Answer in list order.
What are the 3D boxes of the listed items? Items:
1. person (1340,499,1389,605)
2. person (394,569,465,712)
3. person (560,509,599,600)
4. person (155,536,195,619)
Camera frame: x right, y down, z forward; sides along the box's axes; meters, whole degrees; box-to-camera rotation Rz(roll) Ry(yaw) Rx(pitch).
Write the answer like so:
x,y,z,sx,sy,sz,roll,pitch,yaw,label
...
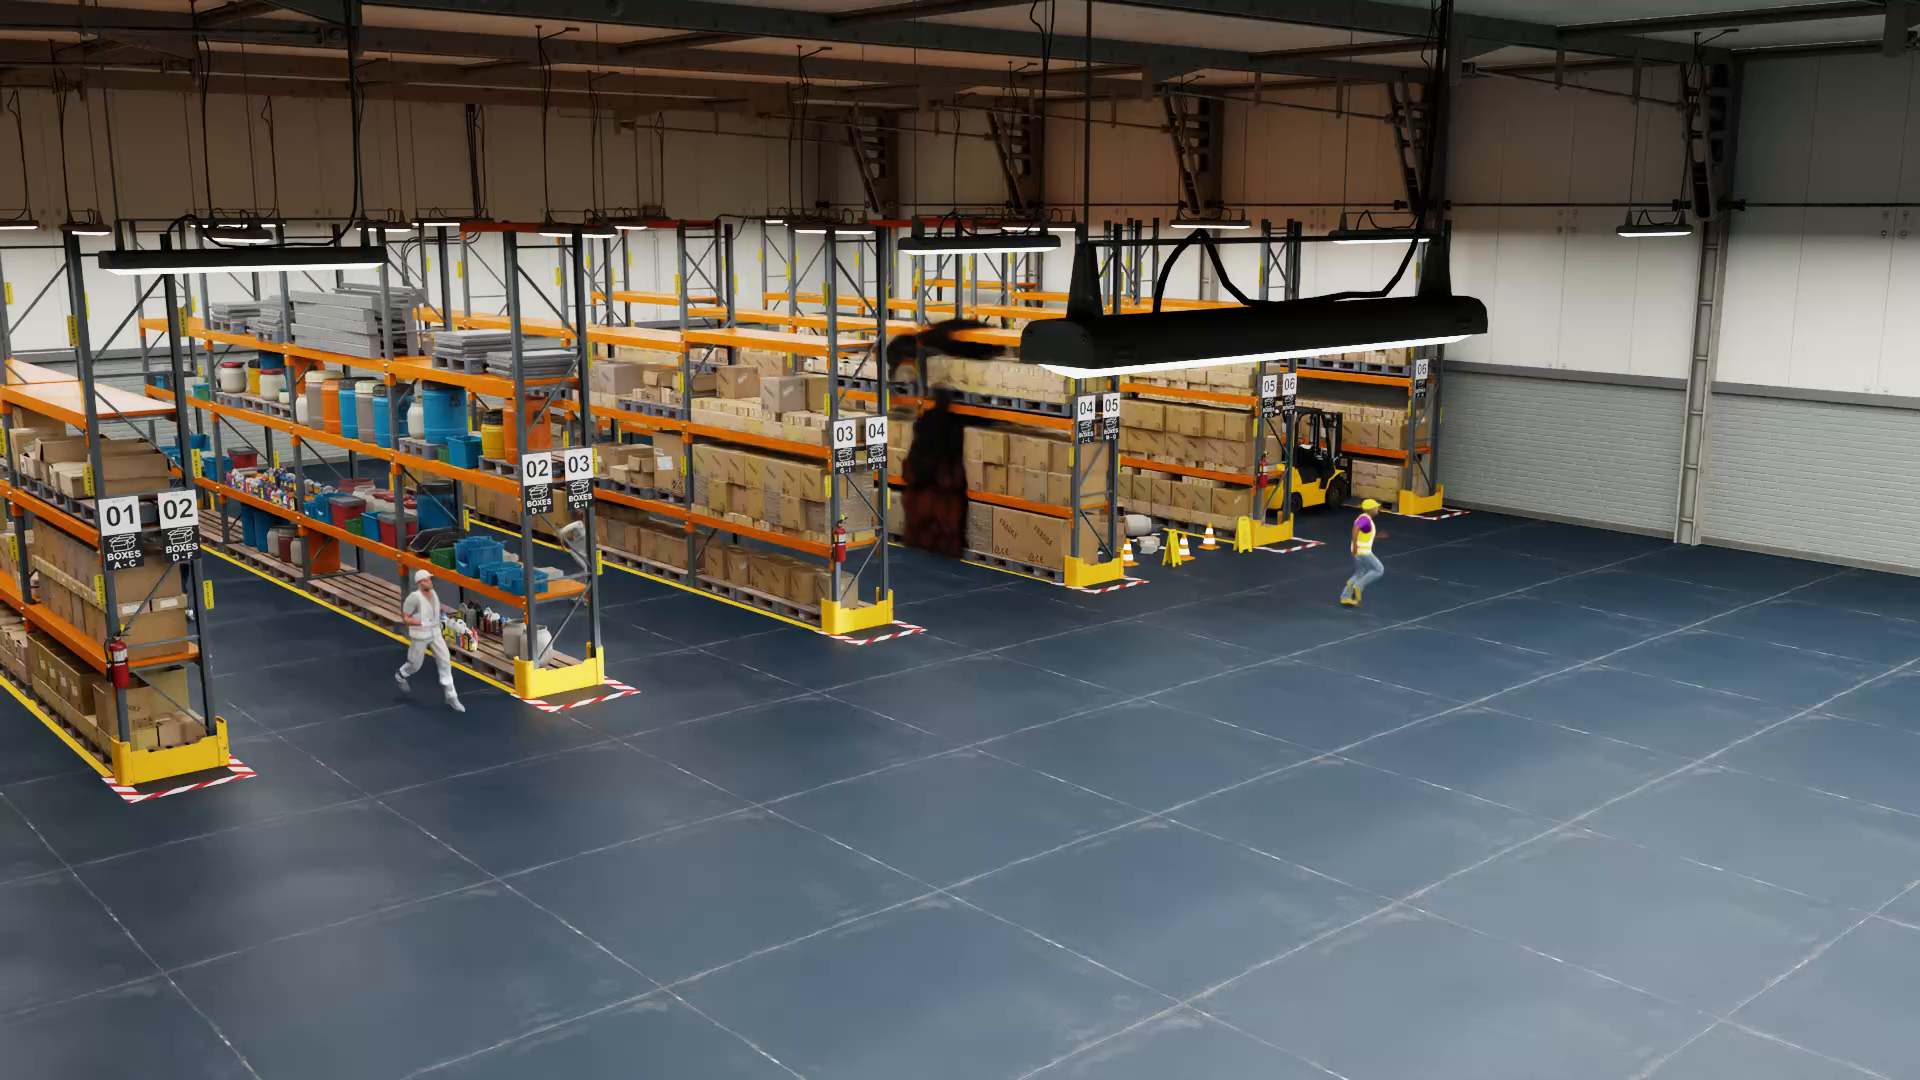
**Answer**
x,y,z,sx,sy,sz,roll,pitch,yaw,label
6.458,0.196,26.475,0.745,1.707,0.744,1,11,5,person
-6.841,1.256,21.160,1.142,1.801,0.621,8,14,34,person
-6.042,0.270,26.518,0.789,1.615,0.555,9,14,37,person
-12.169,0.376,25.902,0.871,1.613,0.539,8,14,35,person
